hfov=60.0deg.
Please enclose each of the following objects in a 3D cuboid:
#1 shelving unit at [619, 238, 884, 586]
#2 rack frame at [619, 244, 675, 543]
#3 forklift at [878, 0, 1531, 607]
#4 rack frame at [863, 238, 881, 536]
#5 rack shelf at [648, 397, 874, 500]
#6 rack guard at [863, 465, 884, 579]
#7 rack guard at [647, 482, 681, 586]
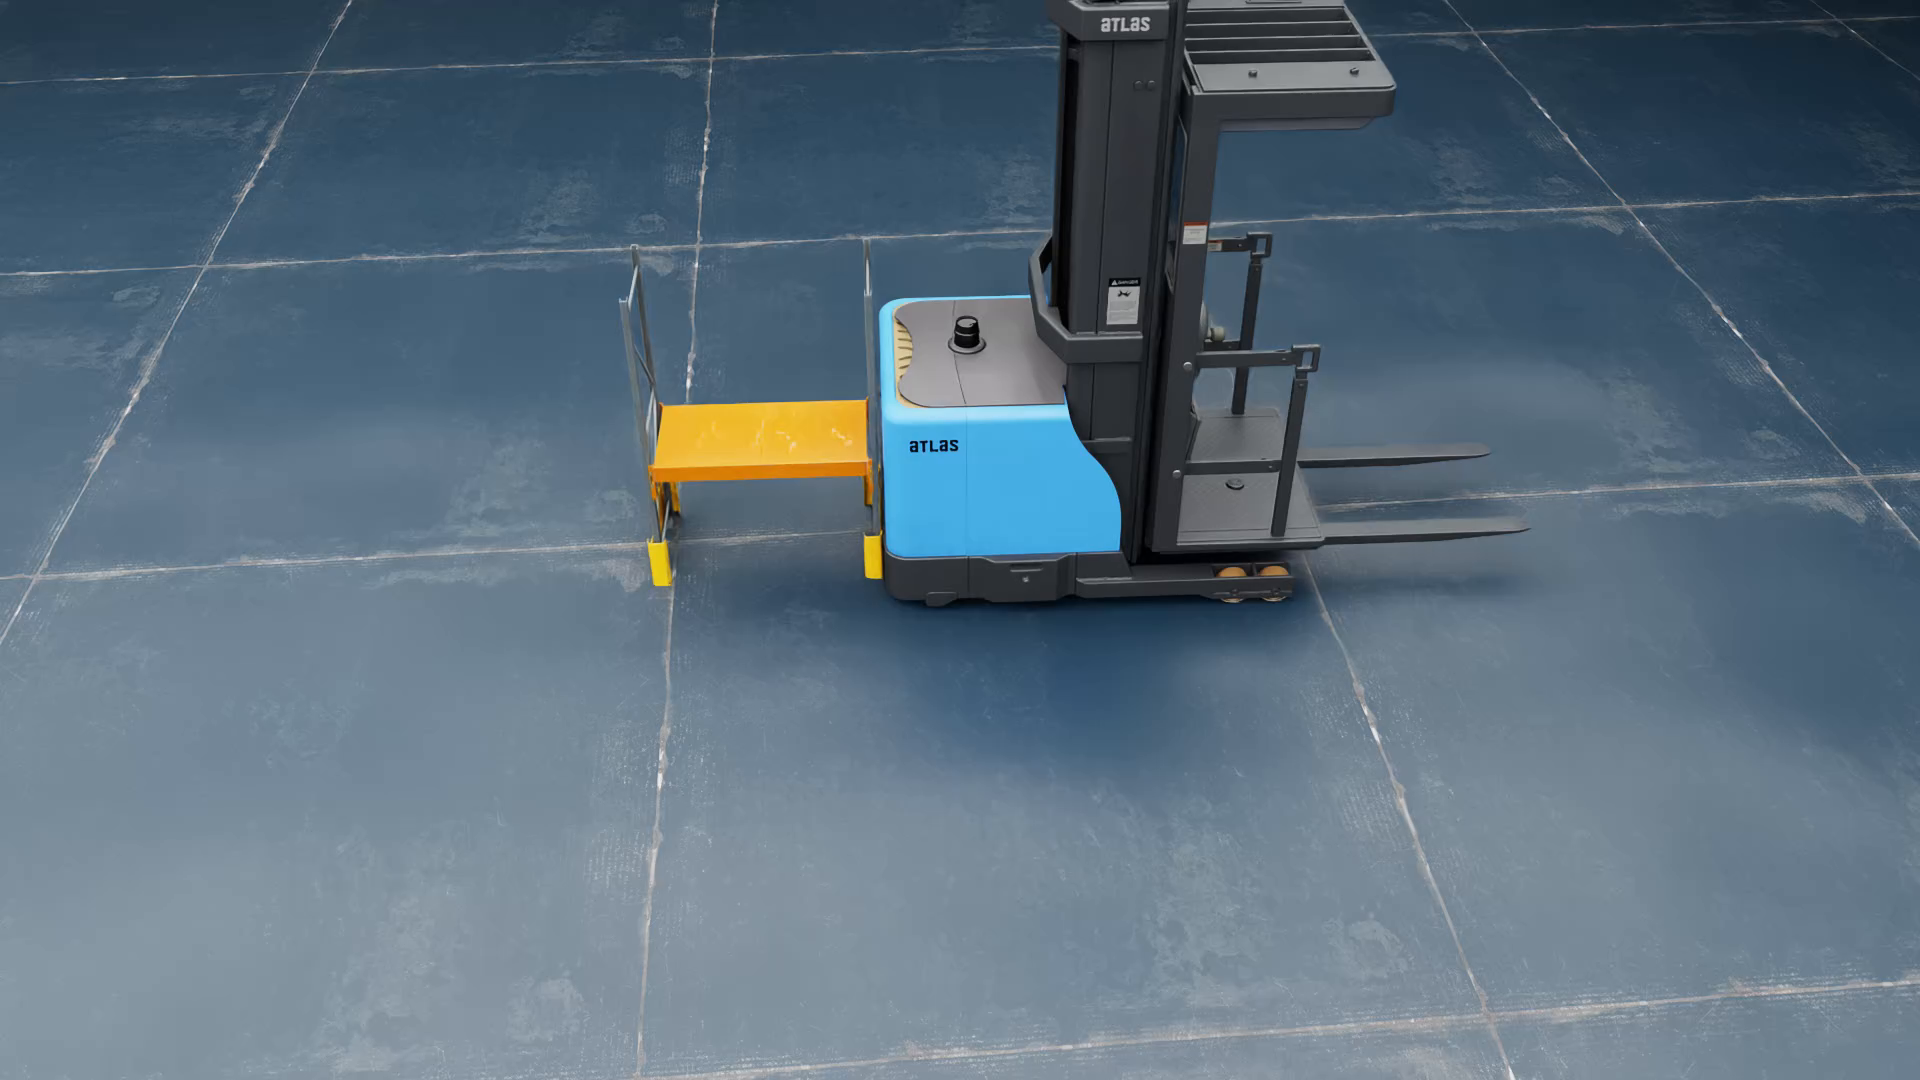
[{"bbox_3d":[-0.915,-0.570,7.584,1.083,1.500,0.587,-2,38,-2],"label":"shelving unit"},{"bbox_3d":[-1.414,-0.554,7.563,0.032,1.500,0.500,-2,38,-2],"label":"rack frame"},{"bbox_3d":[1.146,-1.188,7.211,3.031,2.935,1.130,-2,38,-2],"label":"forklift"},{"bbox_3d":[-0.398,-0.587,7.605,0.032,1.500,0.500,-2,38,-2],"label":"rack frame"},{"bbox_3d":[-0.906,-0.429,7.696,1.000,0.185,0.538,-2,38,-2],"label":"rack shelf"},{"bbox_3d":[-0.418,-0.096,7.992,0.087,0.250,0.587,-2,38,-2],"label":"rack guard"},{"bbox_3d":[-1.412,-0.063,7.950,0.087,0.250,0.587,-2,38,-2],"label":"rack guard"}]
